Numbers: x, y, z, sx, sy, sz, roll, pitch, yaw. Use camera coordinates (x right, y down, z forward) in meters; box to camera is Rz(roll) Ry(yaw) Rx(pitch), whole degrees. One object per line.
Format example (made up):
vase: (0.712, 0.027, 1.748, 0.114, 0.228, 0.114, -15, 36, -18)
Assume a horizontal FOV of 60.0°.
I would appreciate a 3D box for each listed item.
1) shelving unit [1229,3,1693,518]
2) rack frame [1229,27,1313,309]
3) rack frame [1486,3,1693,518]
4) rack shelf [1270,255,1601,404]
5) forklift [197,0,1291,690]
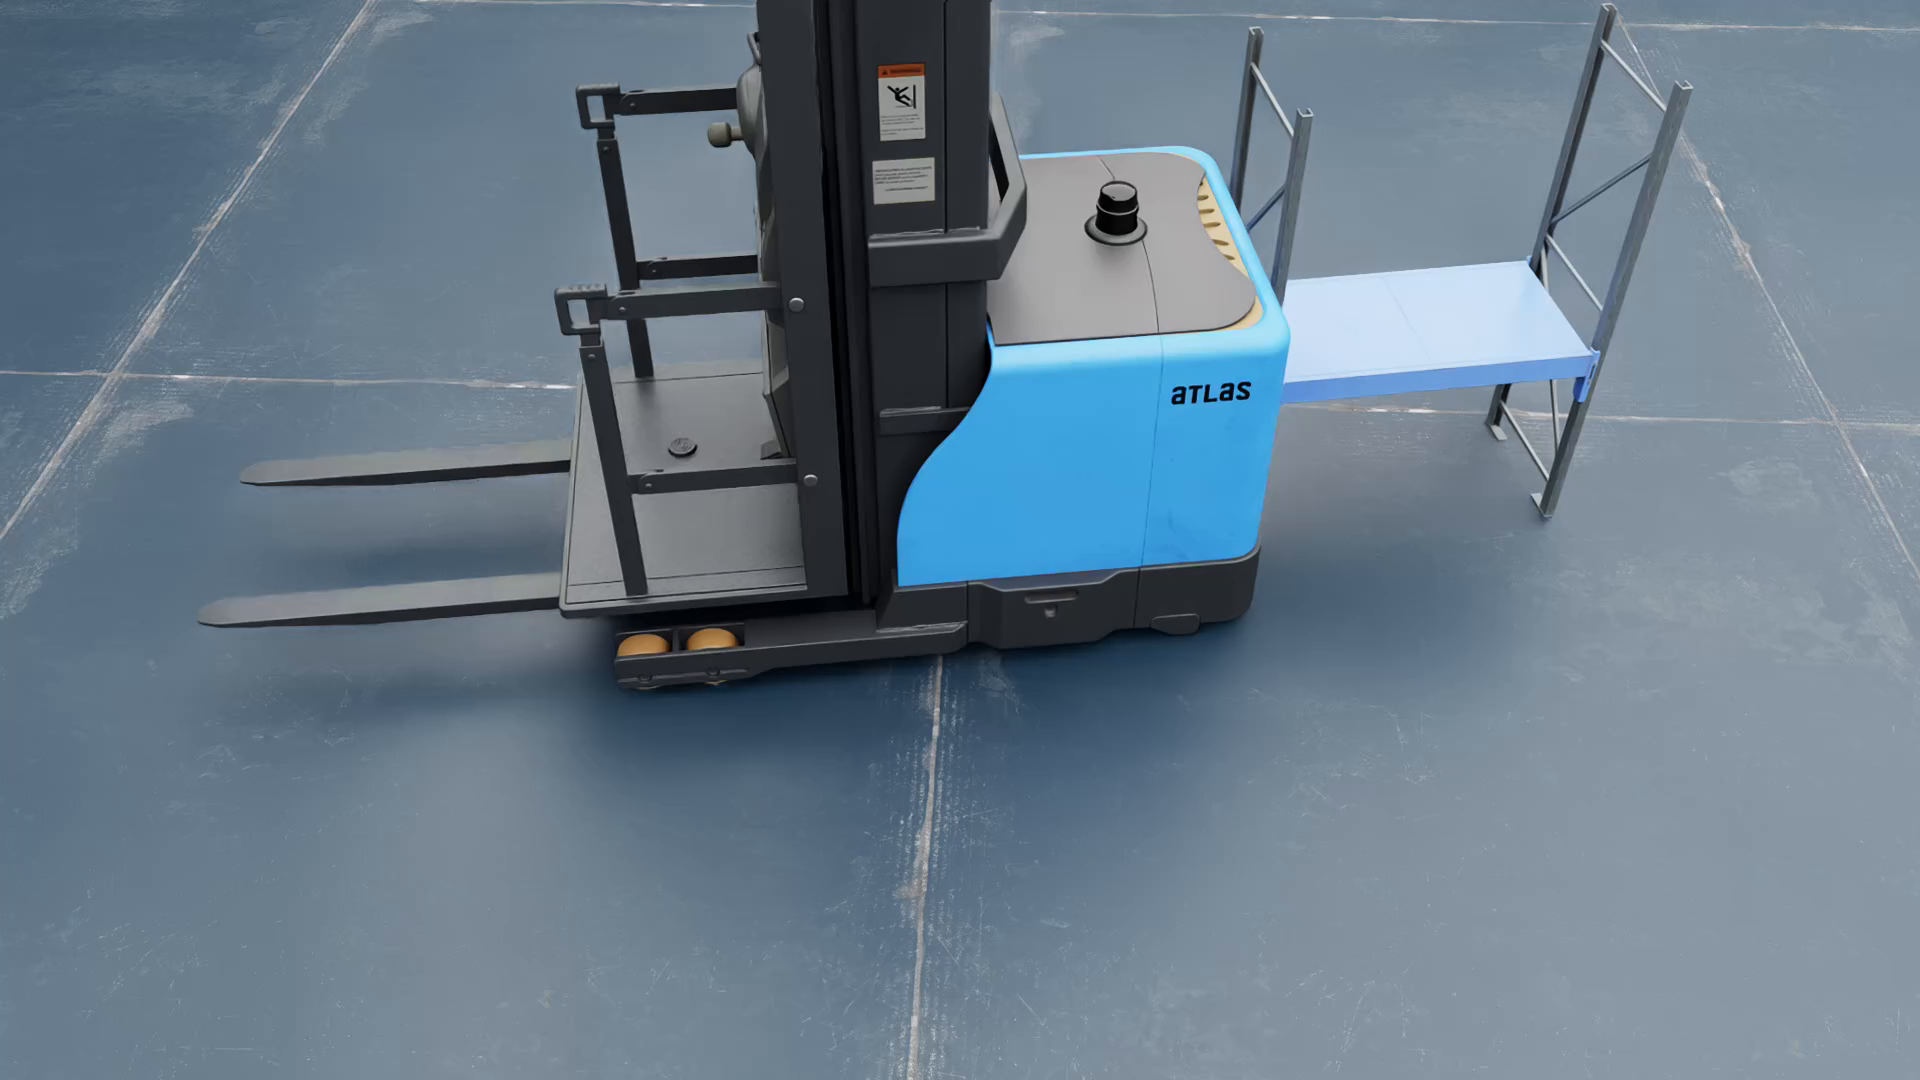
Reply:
shelving unit: (1.346, -0.739, 4.943, 1.048, 1.500, 0.538, -6, 43, -6)
rack frame: (0.843, -0.690, 4.890, 0.032, 1.500, 0.500, -6, 43, -6)
rack frame: (1.849, -0.789, 4.996, 0.032, 1.500, 0.500, -6, 43, -6)
rack shelf: (1.346, -0.608, 5.066, 1.000, 0.185, 0.538, -6, 43, -6)
forklift: (-0.682, -1.024, 4.199, 3.031, 2.935, 1.130, -5, 43, -5)
